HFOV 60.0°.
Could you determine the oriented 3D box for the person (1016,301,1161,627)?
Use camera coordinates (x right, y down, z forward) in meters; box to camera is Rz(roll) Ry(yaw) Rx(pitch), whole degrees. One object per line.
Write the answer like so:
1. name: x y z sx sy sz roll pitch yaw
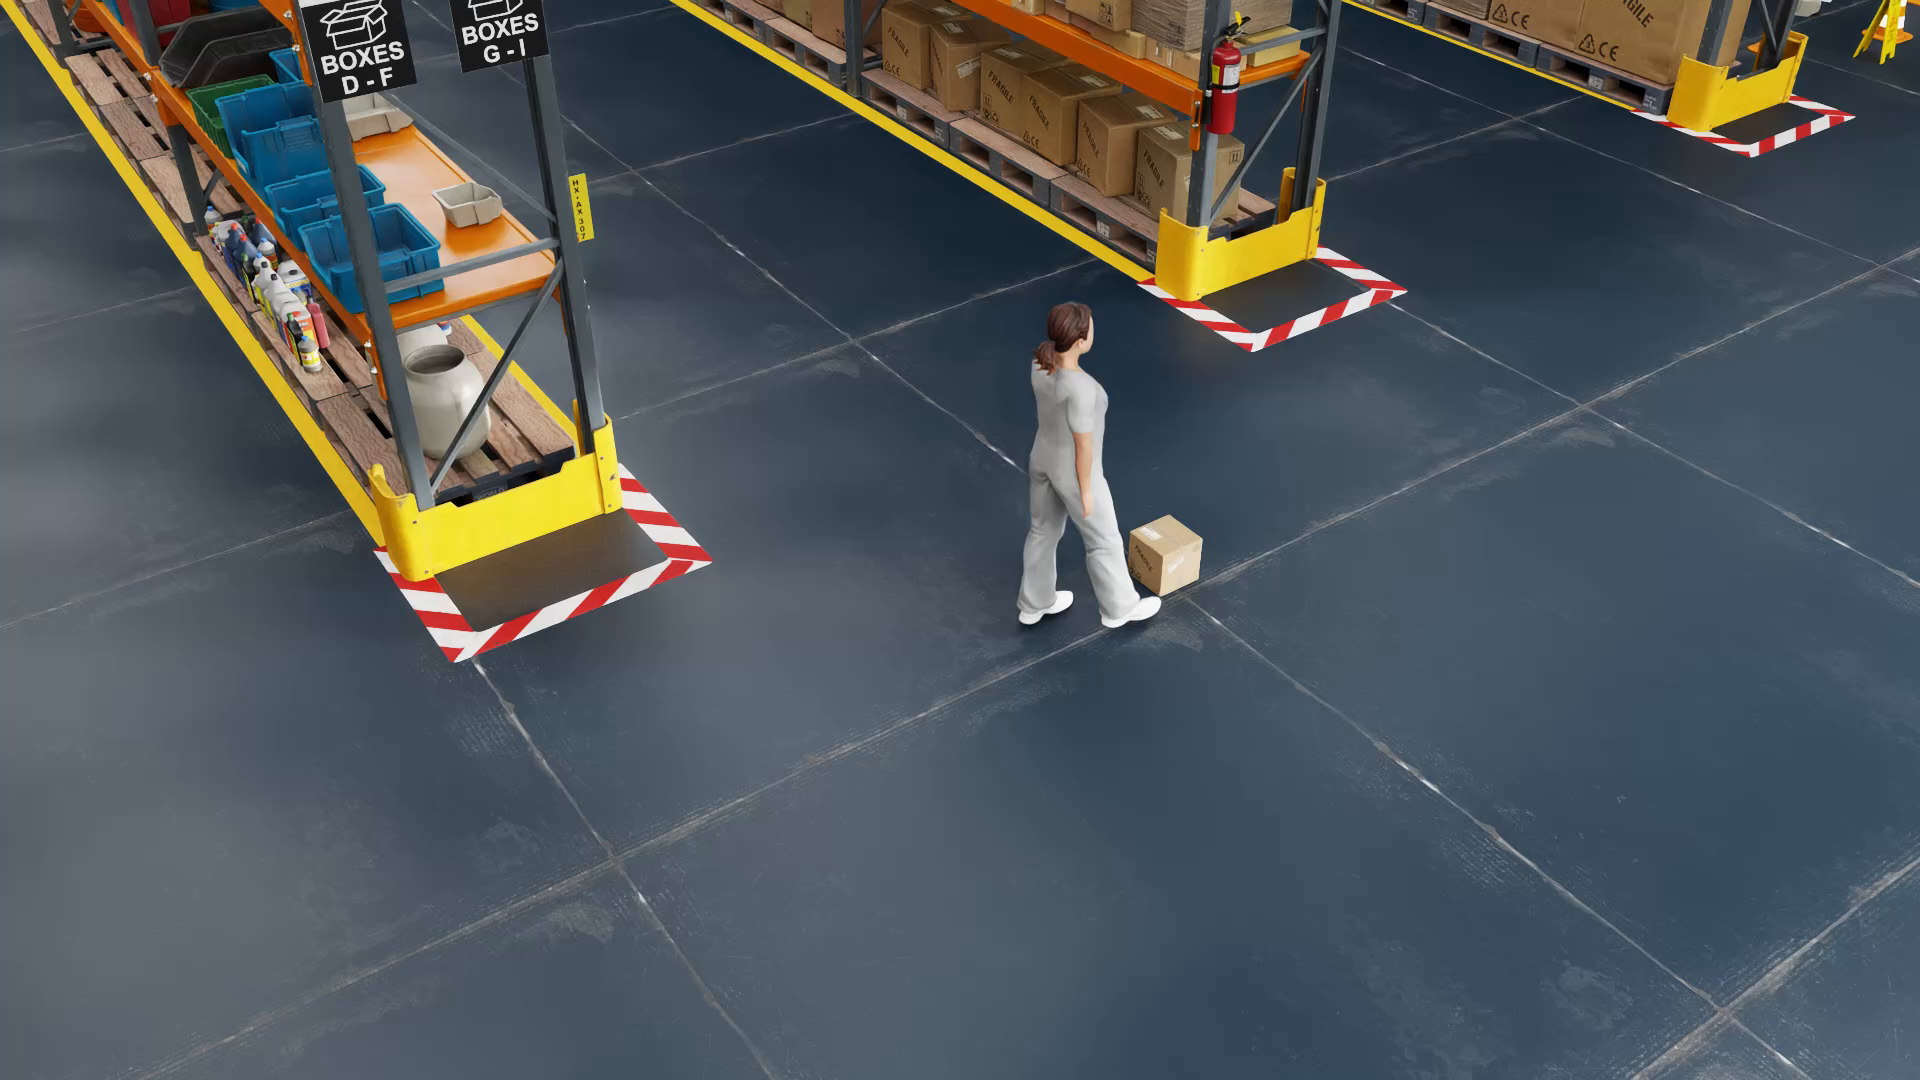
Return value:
1. person: 0.584 -0.333 7.442 0.613 1.667 0.479 -21 41 -26
